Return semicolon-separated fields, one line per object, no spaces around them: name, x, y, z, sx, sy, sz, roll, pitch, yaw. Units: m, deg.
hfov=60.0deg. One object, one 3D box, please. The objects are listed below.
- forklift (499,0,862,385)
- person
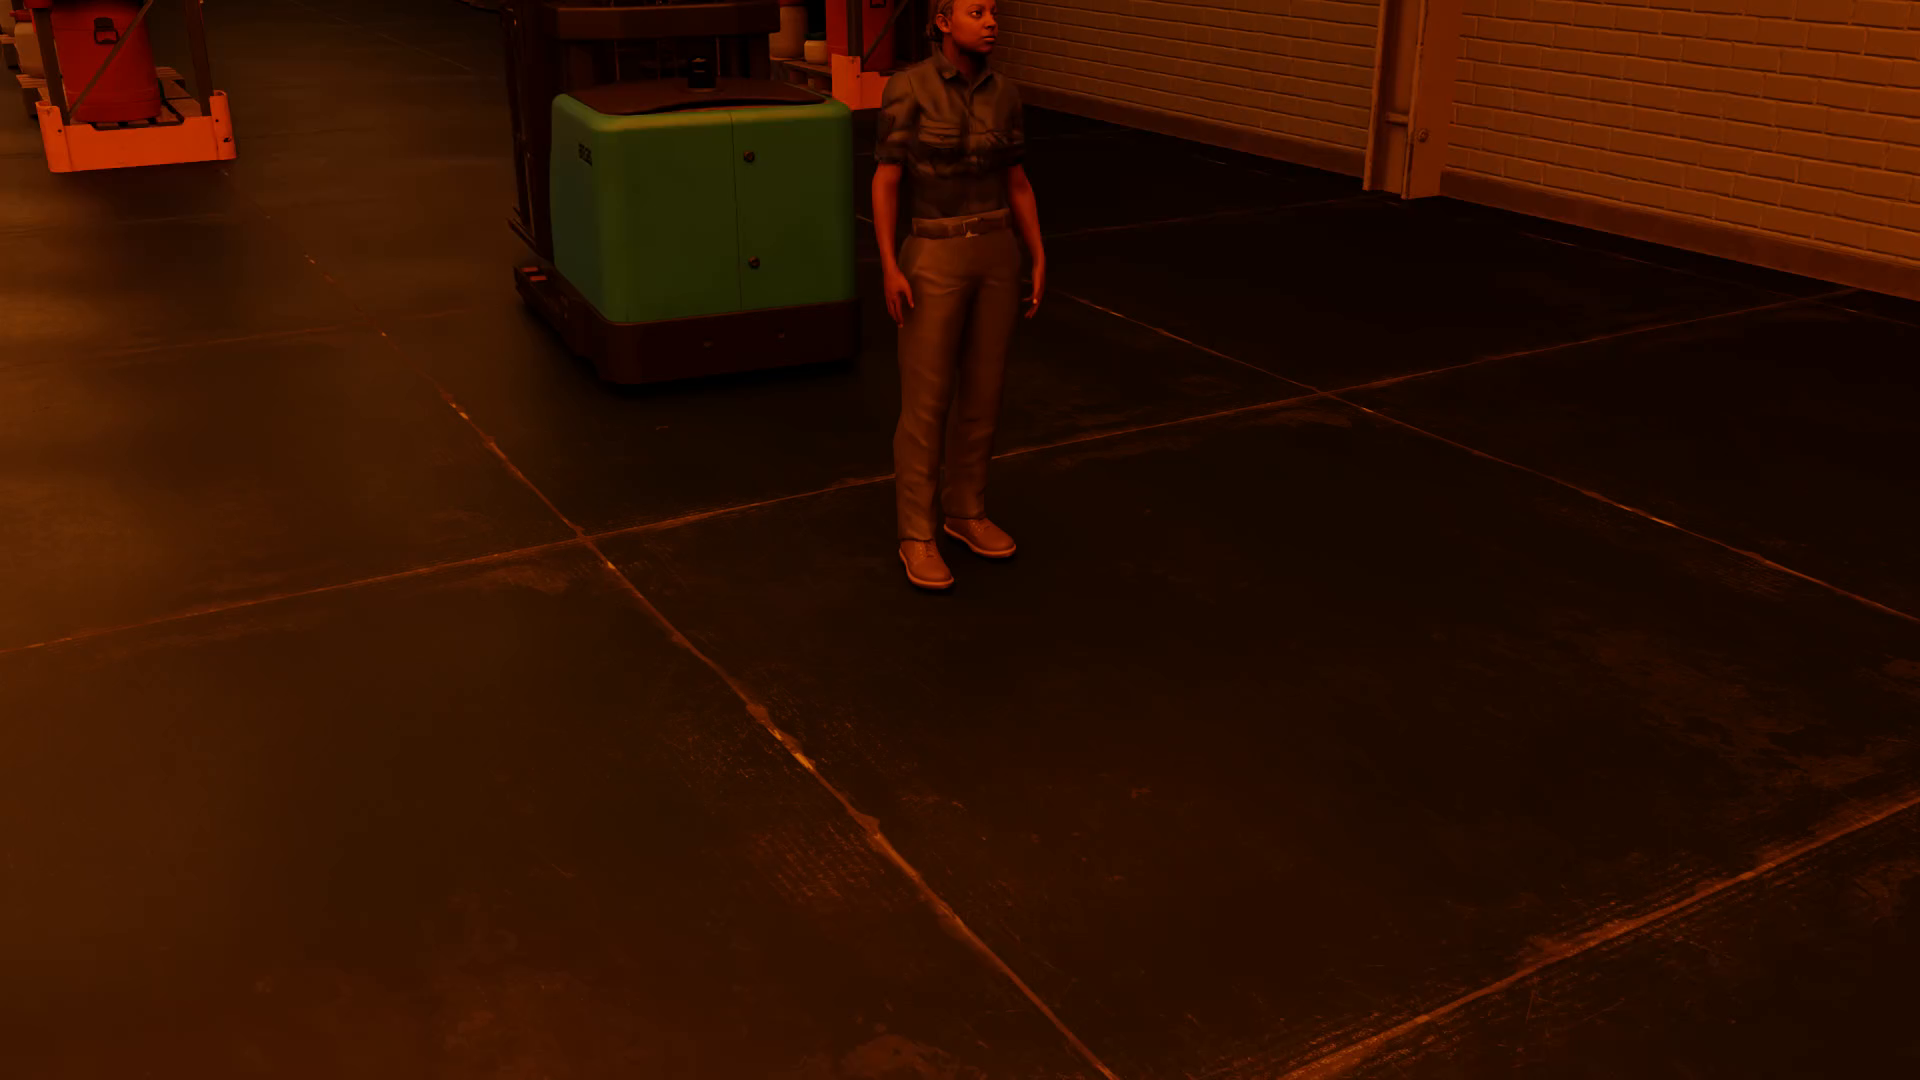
forklift;-1.468;-2.480;7.317;1.130;2.935;3.031;-10;24;-22
person;0.027;-0.740;4.738;0.569;1.656;0.503;-12;25;-28
